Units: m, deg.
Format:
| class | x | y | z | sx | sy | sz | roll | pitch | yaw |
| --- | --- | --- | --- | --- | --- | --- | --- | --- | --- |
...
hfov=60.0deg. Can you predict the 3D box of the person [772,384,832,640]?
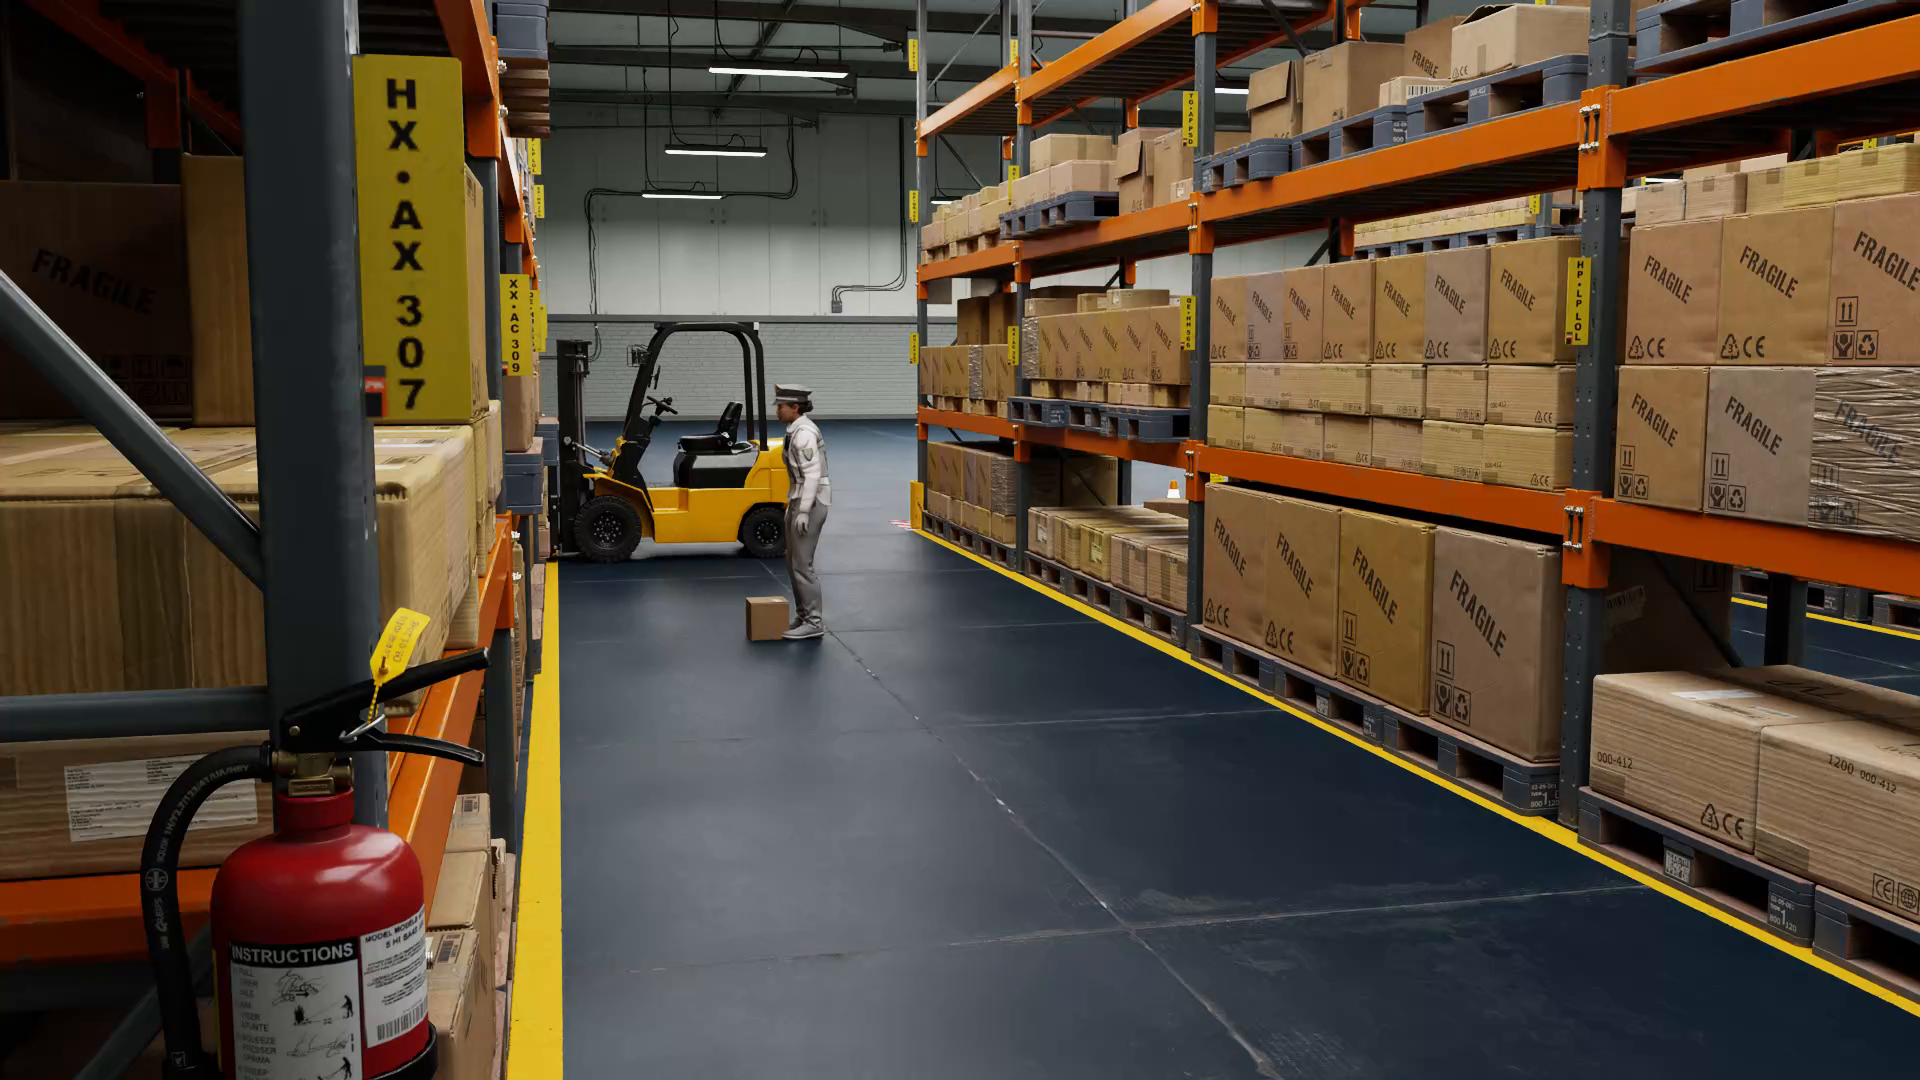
| class | x | y | z | sx | sy | sz | roll | pitch | yaw |
| --- | --- | --- | --- | --- | --- | --- | --- | --- | --- |
| person | -1.041 | -0.193 | 10.930 | 0.378 | 1.663 | 0.532 | -2 | 6 | -14 |
